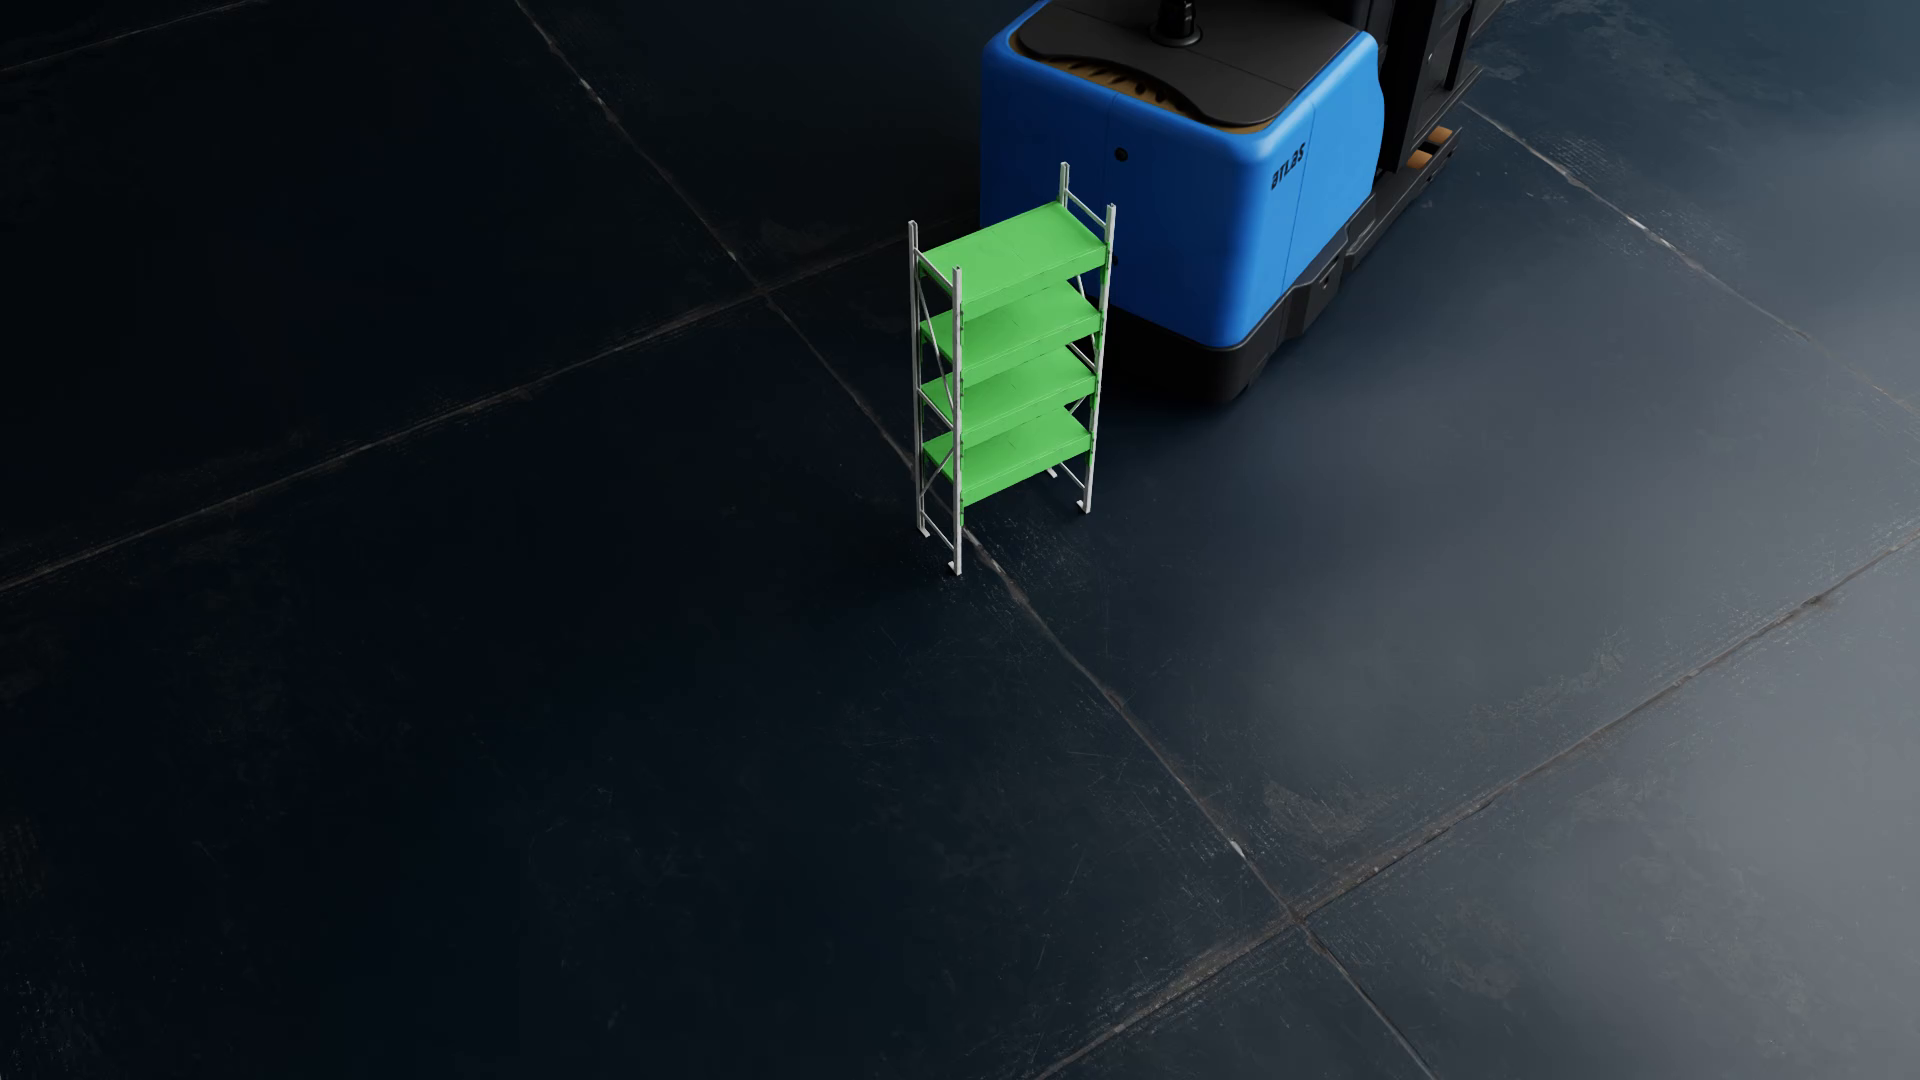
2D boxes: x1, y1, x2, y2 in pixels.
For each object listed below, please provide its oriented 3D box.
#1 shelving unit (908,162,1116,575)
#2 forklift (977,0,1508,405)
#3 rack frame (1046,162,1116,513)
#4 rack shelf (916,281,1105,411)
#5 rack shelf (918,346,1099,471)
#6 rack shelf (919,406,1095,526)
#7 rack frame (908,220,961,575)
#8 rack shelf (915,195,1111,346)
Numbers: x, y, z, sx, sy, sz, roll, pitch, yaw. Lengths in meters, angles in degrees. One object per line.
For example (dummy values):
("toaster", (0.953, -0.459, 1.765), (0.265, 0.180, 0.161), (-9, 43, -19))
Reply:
("shelving unit", (0.140, -0.465, 4.861), (0.503, 1.200, 0.258), (-25, 53, -21))
("forklift", (1.303, -2.500, 5.514), (1.130, 2.935, 3.031), (27, 54, 22))
("rack frame", (0.346, -0.562, 4.947), (0.015, 1.200, 0.240), (-25, 53, -21))
("rack shelf", (0.140, -0.582, 4.729), (0.480, 0.148, 0.258), (-25, 53, -21))
("rack shelf", (0.140, -0.422, 4.908), (0.480, 0.148, 0.258), (-25, 53, -21))
("rack shelf", (0.140, -0.263, 5.088), (0.480, 0.148, 0.258), (-25, 53, -21))
("rack frame", (-0.066, -0.368, 4.774), (0.015, 1.200, 0.240), (-25, 53, -21))
("rack shelf", (0.140, -0.742, 4.550), (0.480, 0.148, 0.258), (-25, 53, -21))
